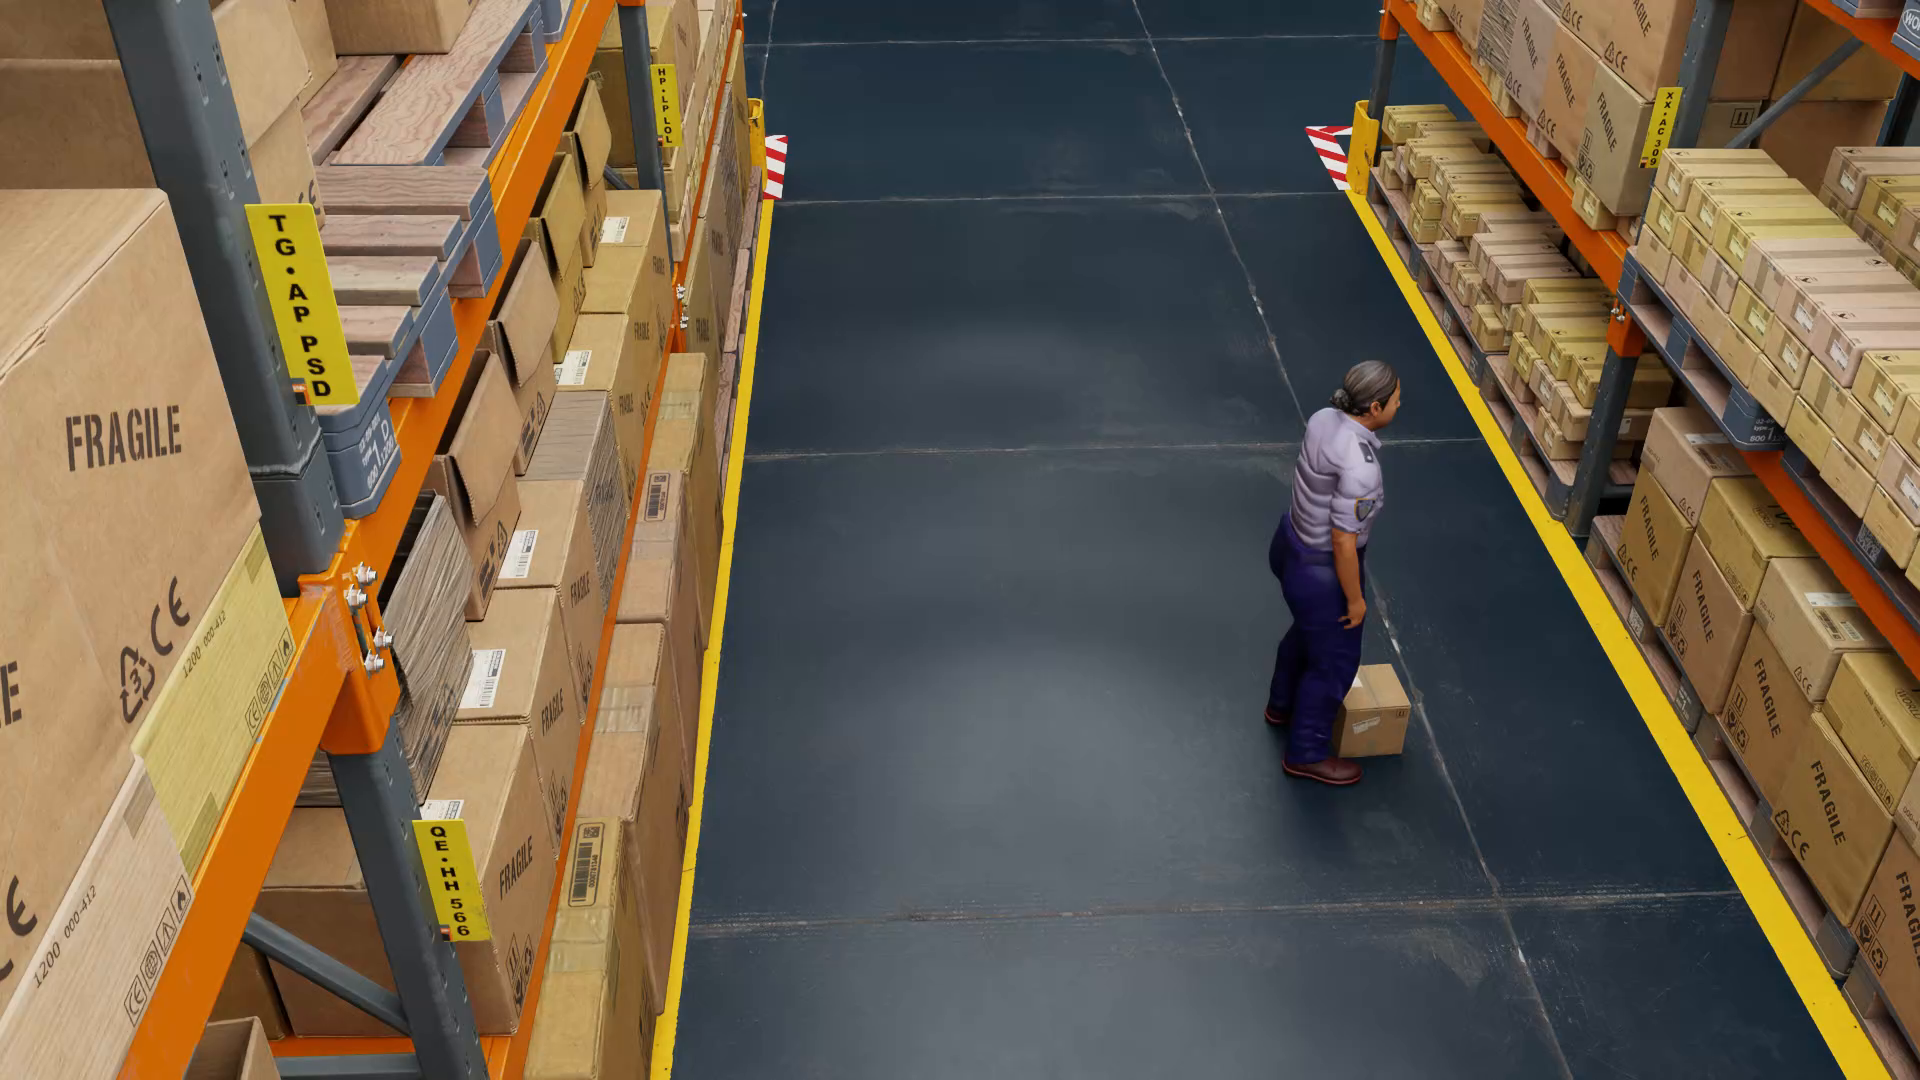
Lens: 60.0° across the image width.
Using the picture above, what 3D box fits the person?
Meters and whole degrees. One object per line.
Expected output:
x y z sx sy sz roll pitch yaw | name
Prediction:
1.330 0.109 6.013 0.375 1.637 0.563 -4 36 -5 | person
